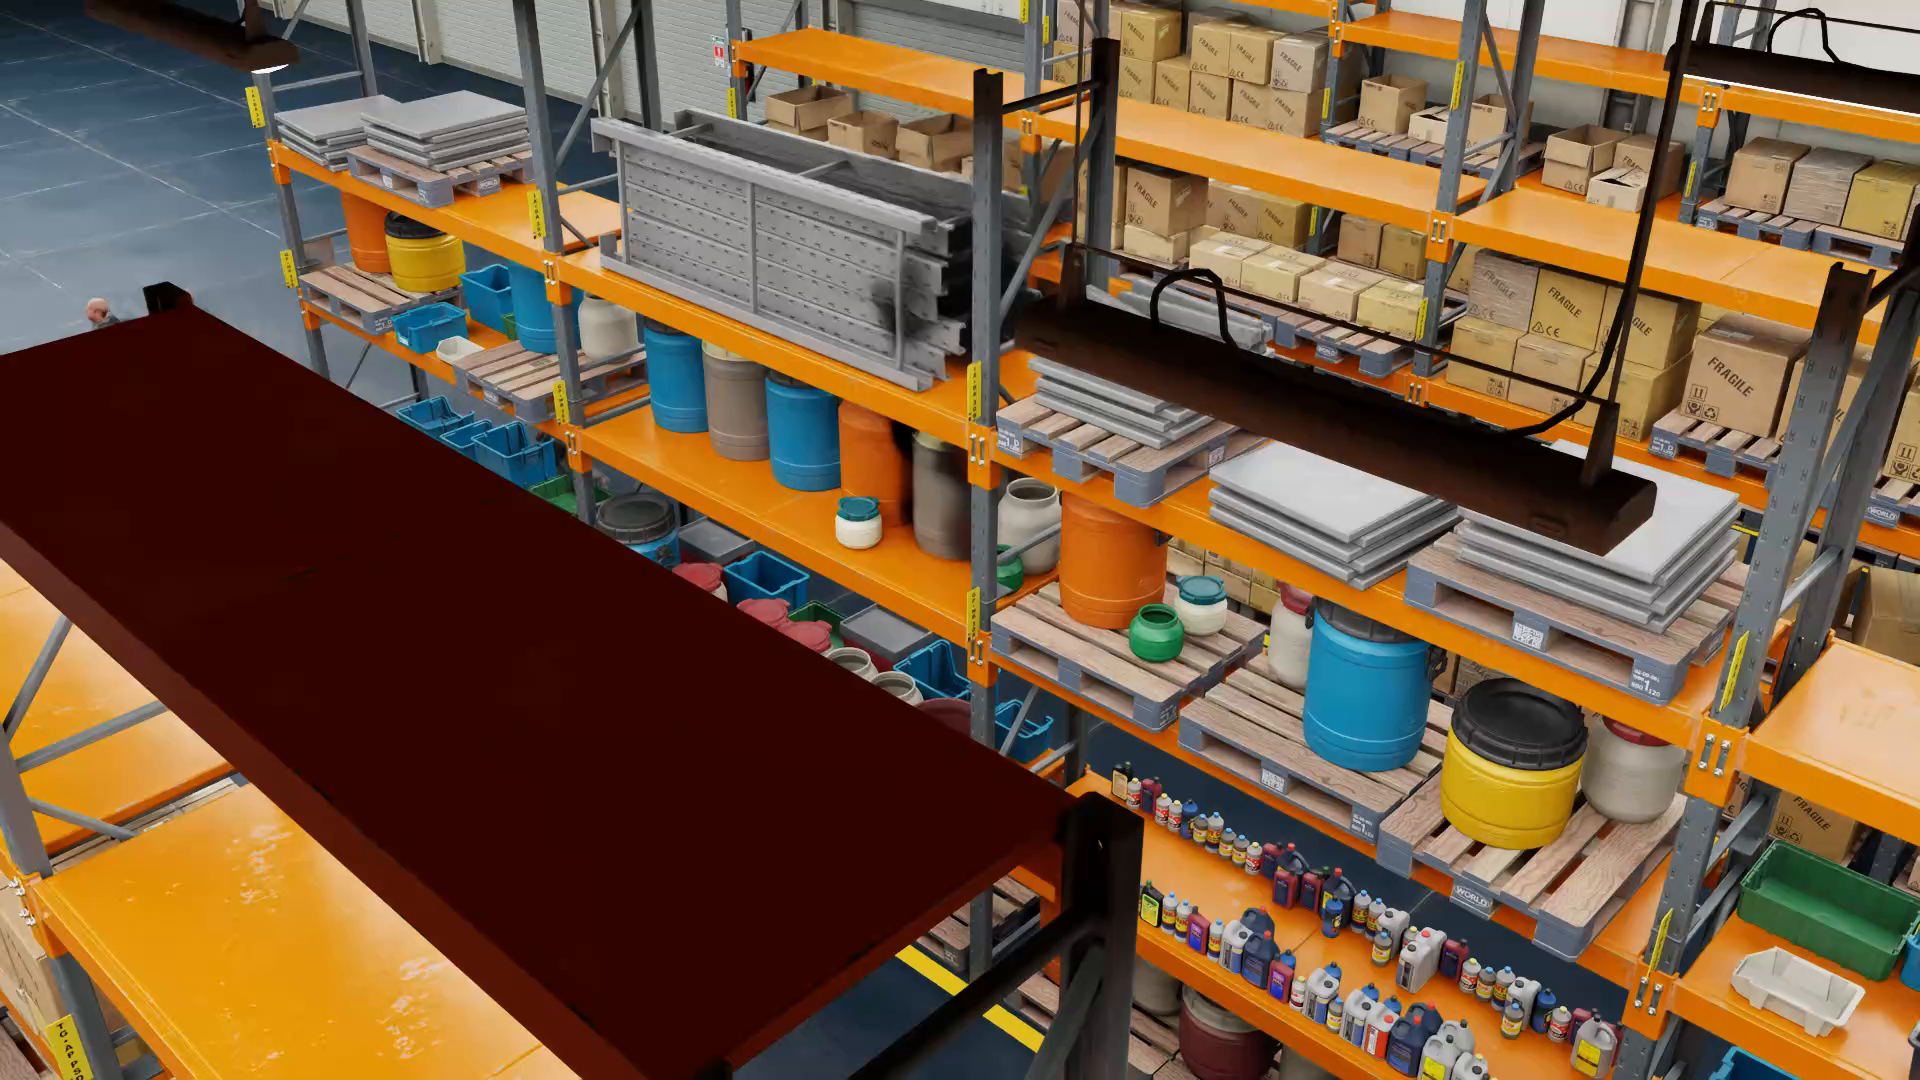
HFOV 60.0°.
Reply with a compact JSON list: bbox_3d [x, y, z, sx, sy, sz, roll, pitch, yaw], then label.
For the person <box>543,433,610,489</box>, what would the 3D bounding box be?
[{"bbox_3d":[-3.930,-0.927,16.465,0.739,1.441,0.568,13,32,22],"label":"person"}]
